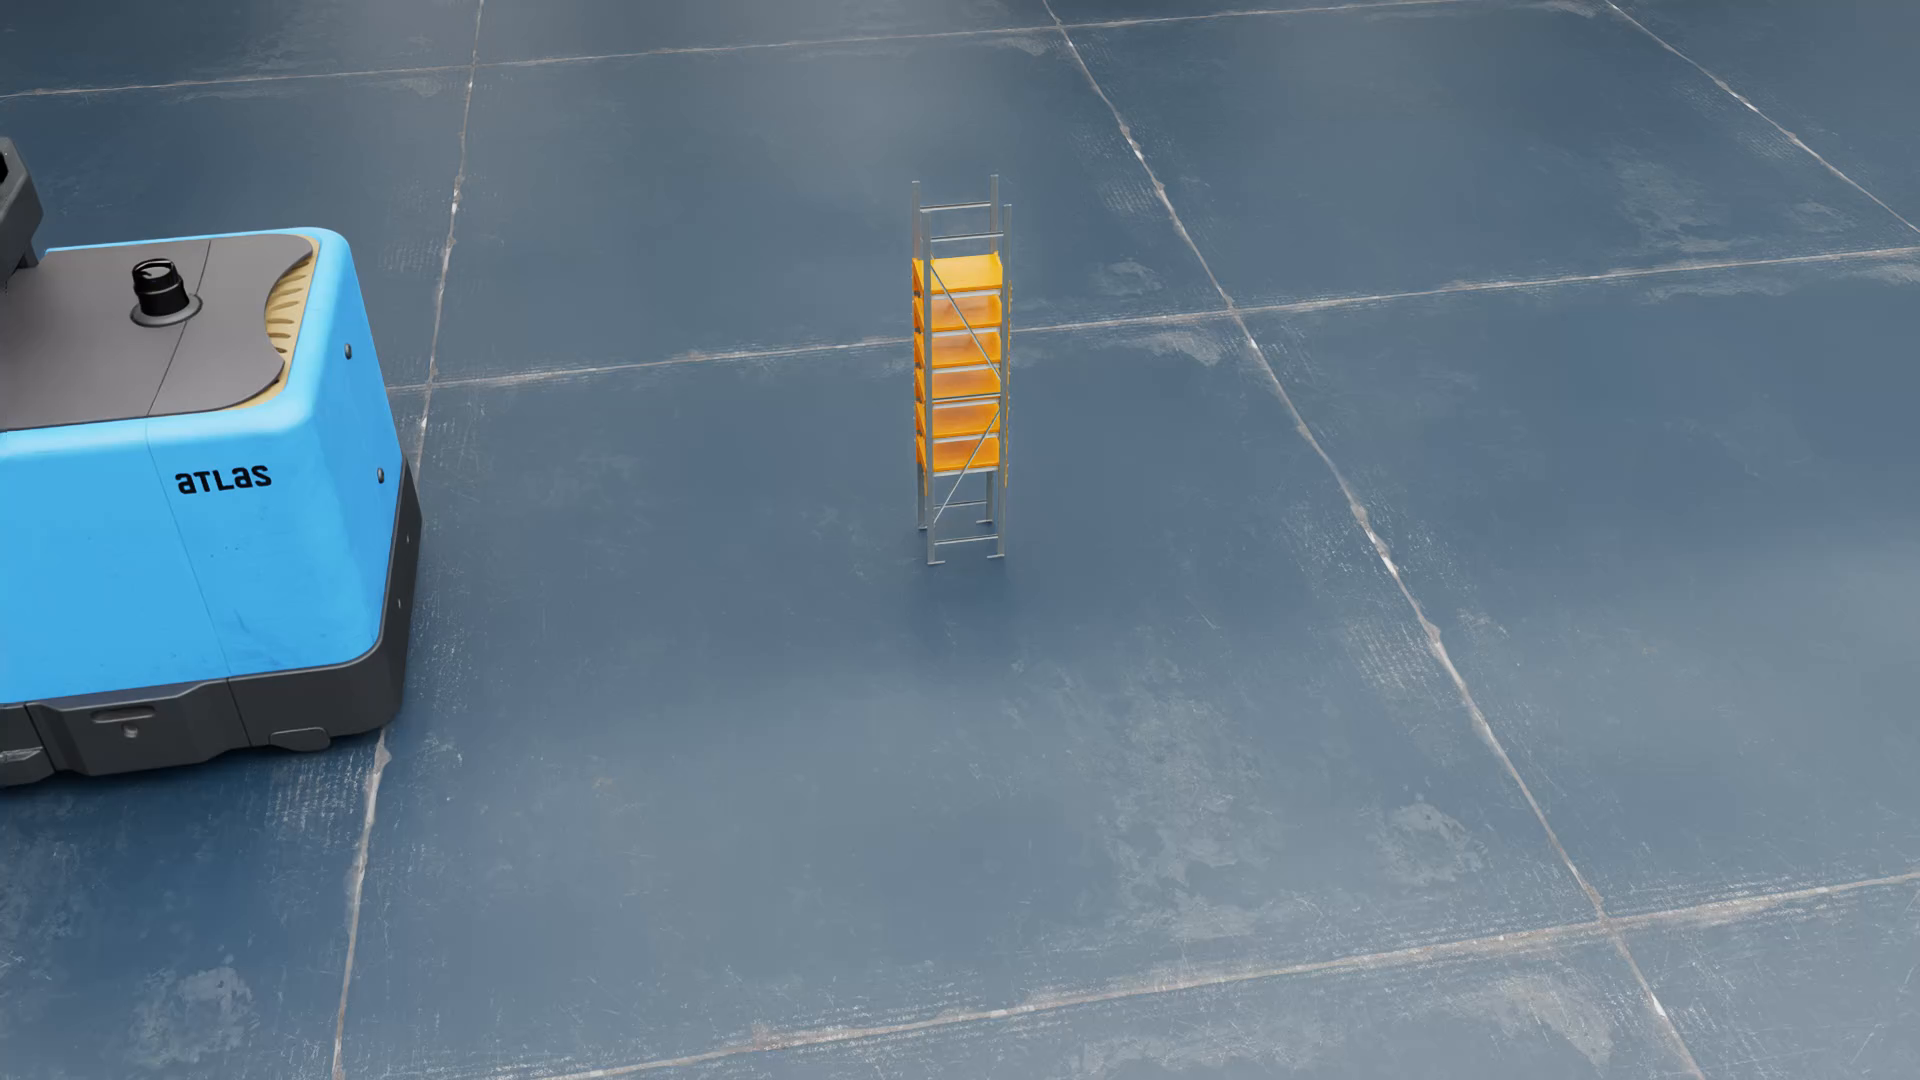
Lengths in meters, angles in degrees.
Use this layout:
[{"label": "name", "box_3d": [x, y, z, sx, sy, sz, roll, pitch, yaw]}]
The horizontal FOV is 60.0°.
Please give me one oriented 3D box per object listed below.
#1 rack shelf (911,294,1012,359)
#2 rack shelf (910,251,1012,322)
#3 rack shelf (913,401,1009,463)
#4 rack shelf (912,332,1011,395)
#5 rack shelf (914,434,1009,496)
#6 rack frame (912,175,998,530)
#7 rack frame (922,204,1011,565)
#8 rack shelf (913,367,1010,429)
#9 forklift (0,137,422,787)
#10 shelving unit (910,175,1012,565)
[{"label": "rack shelf", "box_3d": [0.003, -0.620, 4.751, 0.258, 0.103, 0.180, -6, 38, -8]}, {"label": "rack shelf", "box_3d": [0.003, -0.714, 4.677, 0.258, 0.103, 0.180, -6, 38, -8]}, {"label": "rack shelf", "box_3d": [0.003, -0.335, 4.972, 0.258, 0.103, 0.180, -6, 38, -8]}, {"label": "rack shelf", "box_3d": [0.003, -0.525, 4.824, 0.258, 0.103, 0.180, -6, 38, -8]}, {"label": "rack shelf", "box_3d": [0.003, -0.240, 5.045, 0.258, 0.103, 0.180, -6, 38, -8]}, {"label": "rack frame", "box_3d": [-0.014, -0.520, 4.942, 0.240, 1.200, 0.006, -6, 38, -8]}, {"label": "rack frame", "box_3d": [0.019, -0.410, 4.800, 0.240, 1.200, 0.006, -6, 38, -8]}, {"label": "rack shelf", "box_3d": [0.003, -0.430, 4.898, 0.258, 0.103, 0.180, -6, 38, -8]}, {"label": "forklift", "box_3d": [-3.098, -0.738, 3.811, 3.031, 2.935, 1.130, -7, 38, -8]}, {"label": "shelving unit", "box_3d": [0.003, -0.465, 4.871, 0.258, 1.200, 0.189, -6, 38, -8]}]
